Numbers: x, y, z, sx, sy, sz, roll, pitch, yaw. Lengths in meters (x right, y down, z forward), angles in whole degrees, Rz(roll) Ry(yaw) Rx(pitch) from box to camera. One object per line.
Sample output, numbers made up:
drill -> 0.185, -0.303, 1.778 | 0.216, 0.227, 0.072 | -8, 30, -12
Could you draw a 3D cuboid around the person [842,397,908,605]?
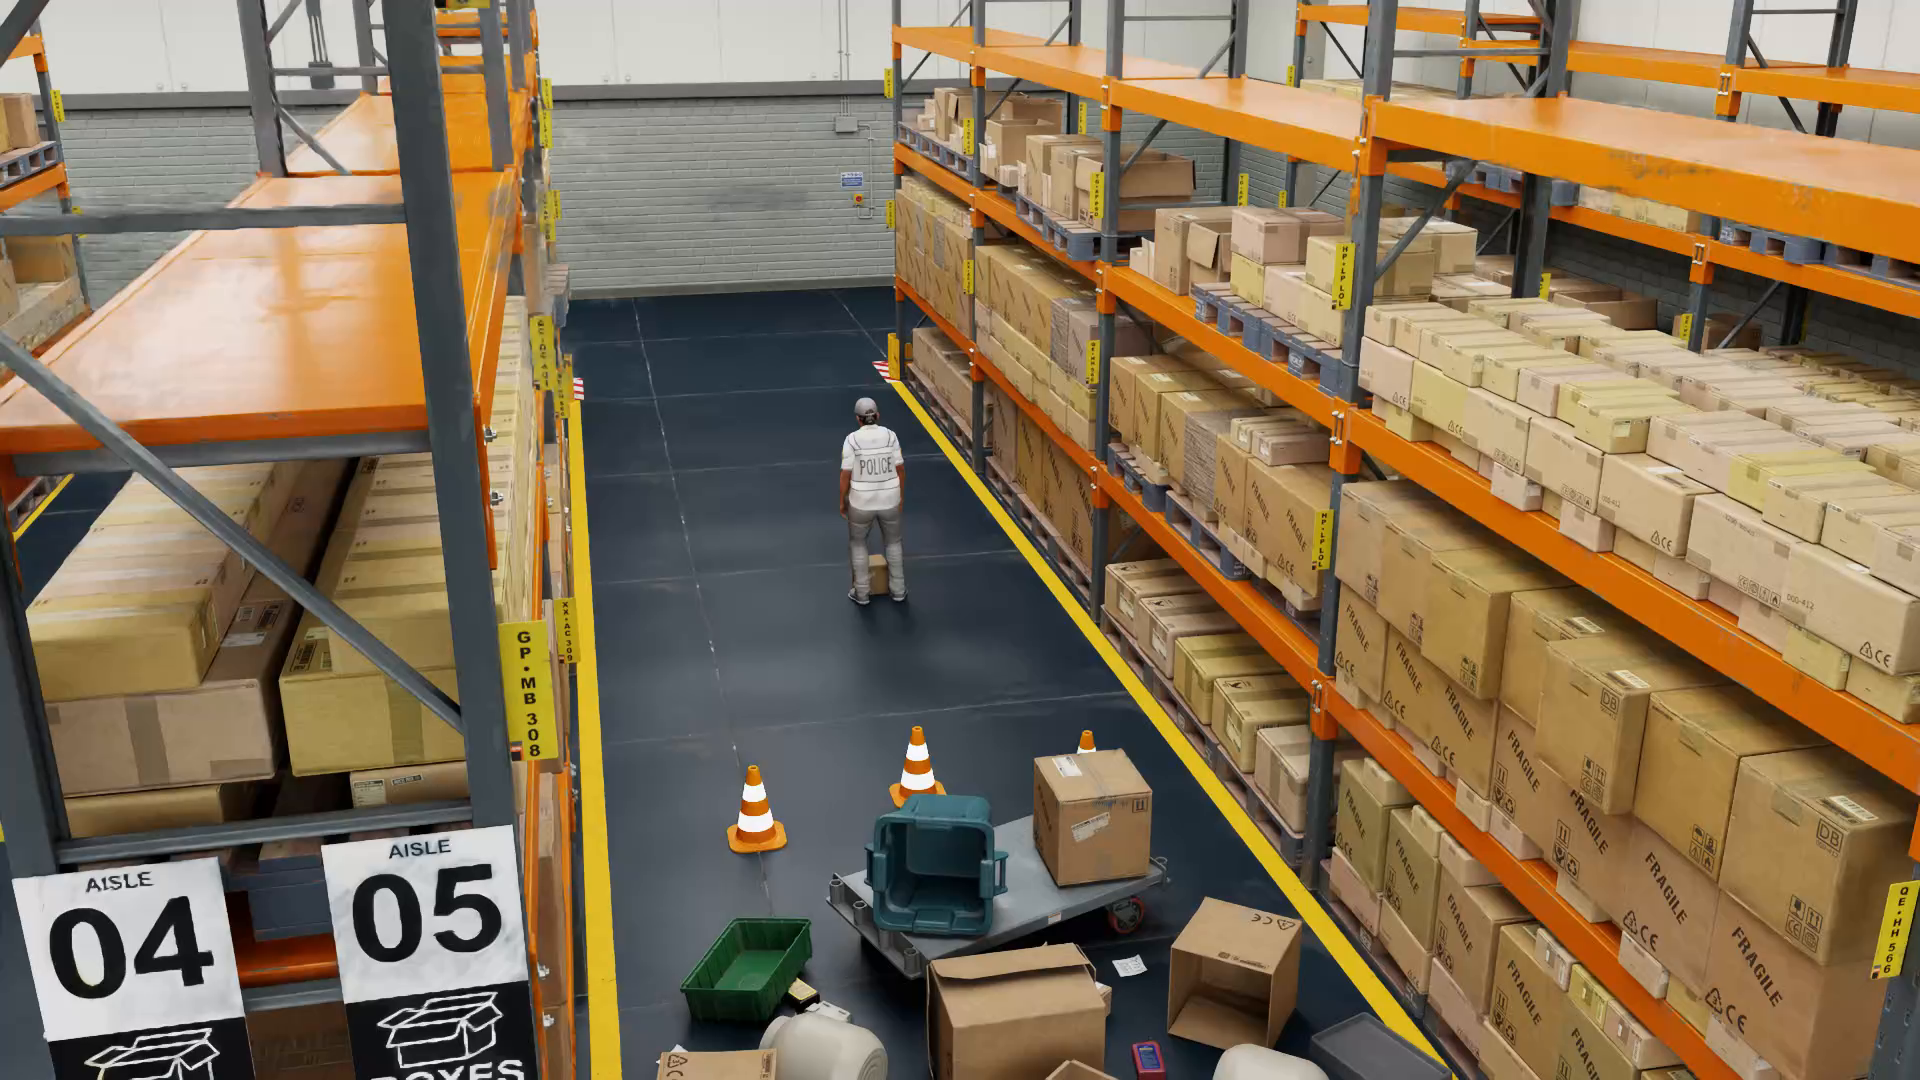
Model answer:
person -> -0.675, -0.308, 13.193 | 0.538, 1.666, 0.465 | -4, 20, -12
